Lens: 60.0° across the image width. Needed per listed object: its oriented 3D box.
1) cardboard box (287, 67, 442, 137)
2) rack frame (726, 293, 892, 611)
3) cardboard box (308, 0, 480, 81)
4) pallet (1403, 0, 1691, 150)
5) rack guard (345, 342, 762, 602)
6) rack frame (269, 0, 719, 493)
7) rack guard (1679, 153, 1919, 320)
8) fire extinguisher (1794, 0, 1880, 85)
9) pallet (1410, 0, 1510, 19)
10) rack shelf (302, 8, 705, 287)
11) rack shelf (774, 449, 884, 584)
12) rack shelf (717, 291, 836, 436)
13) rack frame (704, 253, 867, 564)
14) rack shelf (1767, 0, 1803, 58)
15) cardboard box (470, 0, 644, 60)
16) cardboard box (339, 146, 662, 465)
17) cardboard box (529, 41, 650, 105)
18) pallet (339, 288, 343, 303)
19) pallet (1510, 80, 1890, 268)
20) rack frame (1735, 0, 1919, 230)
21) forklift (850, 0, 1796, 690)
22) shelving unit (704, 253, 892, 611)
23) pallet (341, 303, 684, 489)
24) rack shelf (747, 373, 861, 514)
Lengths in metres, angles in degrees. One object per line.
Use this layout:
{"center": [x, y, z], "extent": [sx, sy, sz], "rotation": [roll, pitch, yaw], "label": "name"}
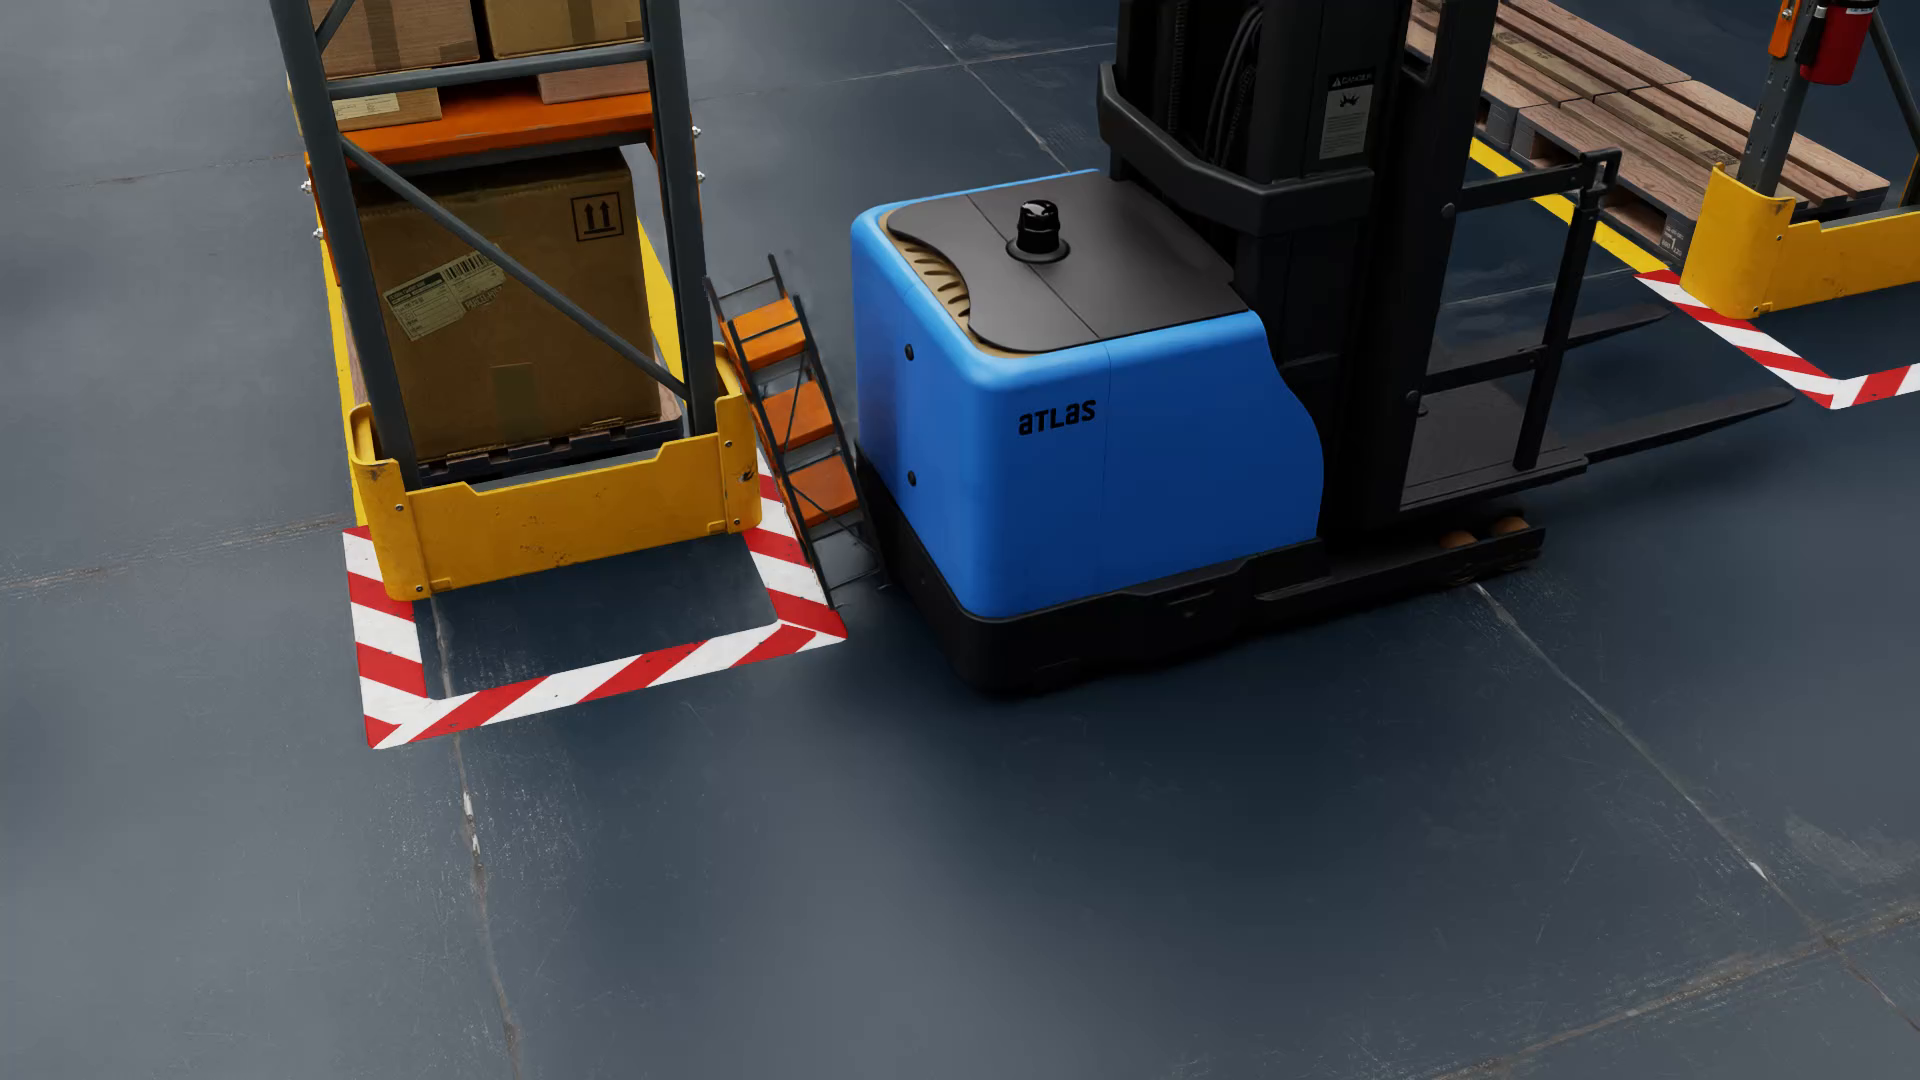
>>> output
{"center": [-1.664, -1.265, 4.645], "extent": [0.380, 0.149, 0.250], "rotation": [-12, 39, -15], "label": "cardboard box"}
{"center": [-0.404, -0.215, 4.639], "extent": [0.200, 1.050, 0.008], "rotation": [-23, 41, -8], "label": "rack frame"}
{"center": [-1.648, -1.510, 4.639], "extent": [0.500, 0.250, 0.500], "rotation": [-13, 39, -17], "label": "cardboard box"}
{"center": [2.755, -2.306, 8.136], "extent": [1.003, 0.211, 1.213], "rotation": [-12, 39, -16], "label": "pallet"}
{"center": [-1.224, -0.220, 5.127], "extent": [1.175, 0.500, 0.348], "rotation": [-12, 39, -16], "label": "rack guard"}
{"center": [-1.232, -1.232, 4.393], "extent": [1.000, 3.000, 0.127], "rotation": [-12, 39, -16], "label": "rack frame"}
{"center": [3.439, -1.248, 6.492], "extent": [1.175, 0.500, 0.348], "rotation": [-12, 39, -16], "label": "rack guard"}
{"center": [3.043, -1.899, 5.652], "extent": [0.296, 0.674, 0.183], "rotation": [-12, 39, -16], "label": "fire extinguisher"}
{"center": [2.331, -2.996, 9.052], "extent": [1.003, 0.211, 1.213], "rotation": [-12, 39, -16], "label": "pallet"}
{"center": [-1.921, -2.075, 6.109], "extent": [1.077, 0.370, 4.000], "rotation": [-12, 39, -16], "label": "rack shelf"}
{"center": [-0.388, -0.071, 4.917], "extent": [0.215, 0.259, 0.240], "rotation": [-23, 41, -8], "label": "rack shelf"}
{"center": [-0.502, -0.484, 4.554], "extent": [0.215, 0.259, 0.240], "rotation": [-23, 41, -8], "label": "rack shelf"}
{"center": [-0.490, -0.352, 4.822], "extent": [0.200, 1.050, 0.008], "rotation": [-23, 41, -8], "label": "rack frame"}
{"center": [2.730, -3.100, 7.471], "extent": [1.077, 0.370, 4.000], "rotation": [-12, 39, -16], "label": "rack shelf"}
{"center": [-1.144, -1.618, 4.783], "extent": [0.500, 0.250, 0.500], "rotation": [-13, 39, -17], "label": "cardboard box"}
{"center": [-1.528, -0.896, 5.364], "extent": [0.875, 0.875, 0.875], "rotation": [-12, 39, -16], "label": "cardboard box"}
{"center": [-1.045, -1.401, 4.825], "extent": [0.380, 0.149, 0.250], "rotation": [-12, 39, -15], "label": "cardboard box"}
{"center": [-1.997, -1.242, 6.723], "extent": [1.003, 0.211, 1.213], "rotation": [-12, 39, -16], "label": "pallet"}
{"center": [3.171, -1.618, 7.222], "extent": [1.003, 0.211, 1.213], "rotation": [-12, 39, -16], "label": "pallet"}
{"center": [3.418, -2.258, 5.754], "extent": [1.000, 3.000, 0.127], "rotation": [-12, 39, -16], "label": "rack frame"}
{"center": [1.244, -1.314, 4.559], "extent": [3.031, 2.935, 1.130], "rotation": [-14, 39, -17], "label": "forklift"}
{"center": [-0.447, -0.283, 4.730], "extent": [0.215, 1.050, 0.252], "rotation": [-23, 41, -8], "label": "shelving unit"}
{"center": [-1.581, -0.554, 5.810], "extent": [1.003, 0.211, 1.213], "rotation": [-12, 39, -16], "label": "pallet"}
{"center": [-0.445, -0.275, 4.737], "extent": [0.215, 0.259, 0.240], "rotation": [-23, 41, -8], "label": "rack shelf"}
